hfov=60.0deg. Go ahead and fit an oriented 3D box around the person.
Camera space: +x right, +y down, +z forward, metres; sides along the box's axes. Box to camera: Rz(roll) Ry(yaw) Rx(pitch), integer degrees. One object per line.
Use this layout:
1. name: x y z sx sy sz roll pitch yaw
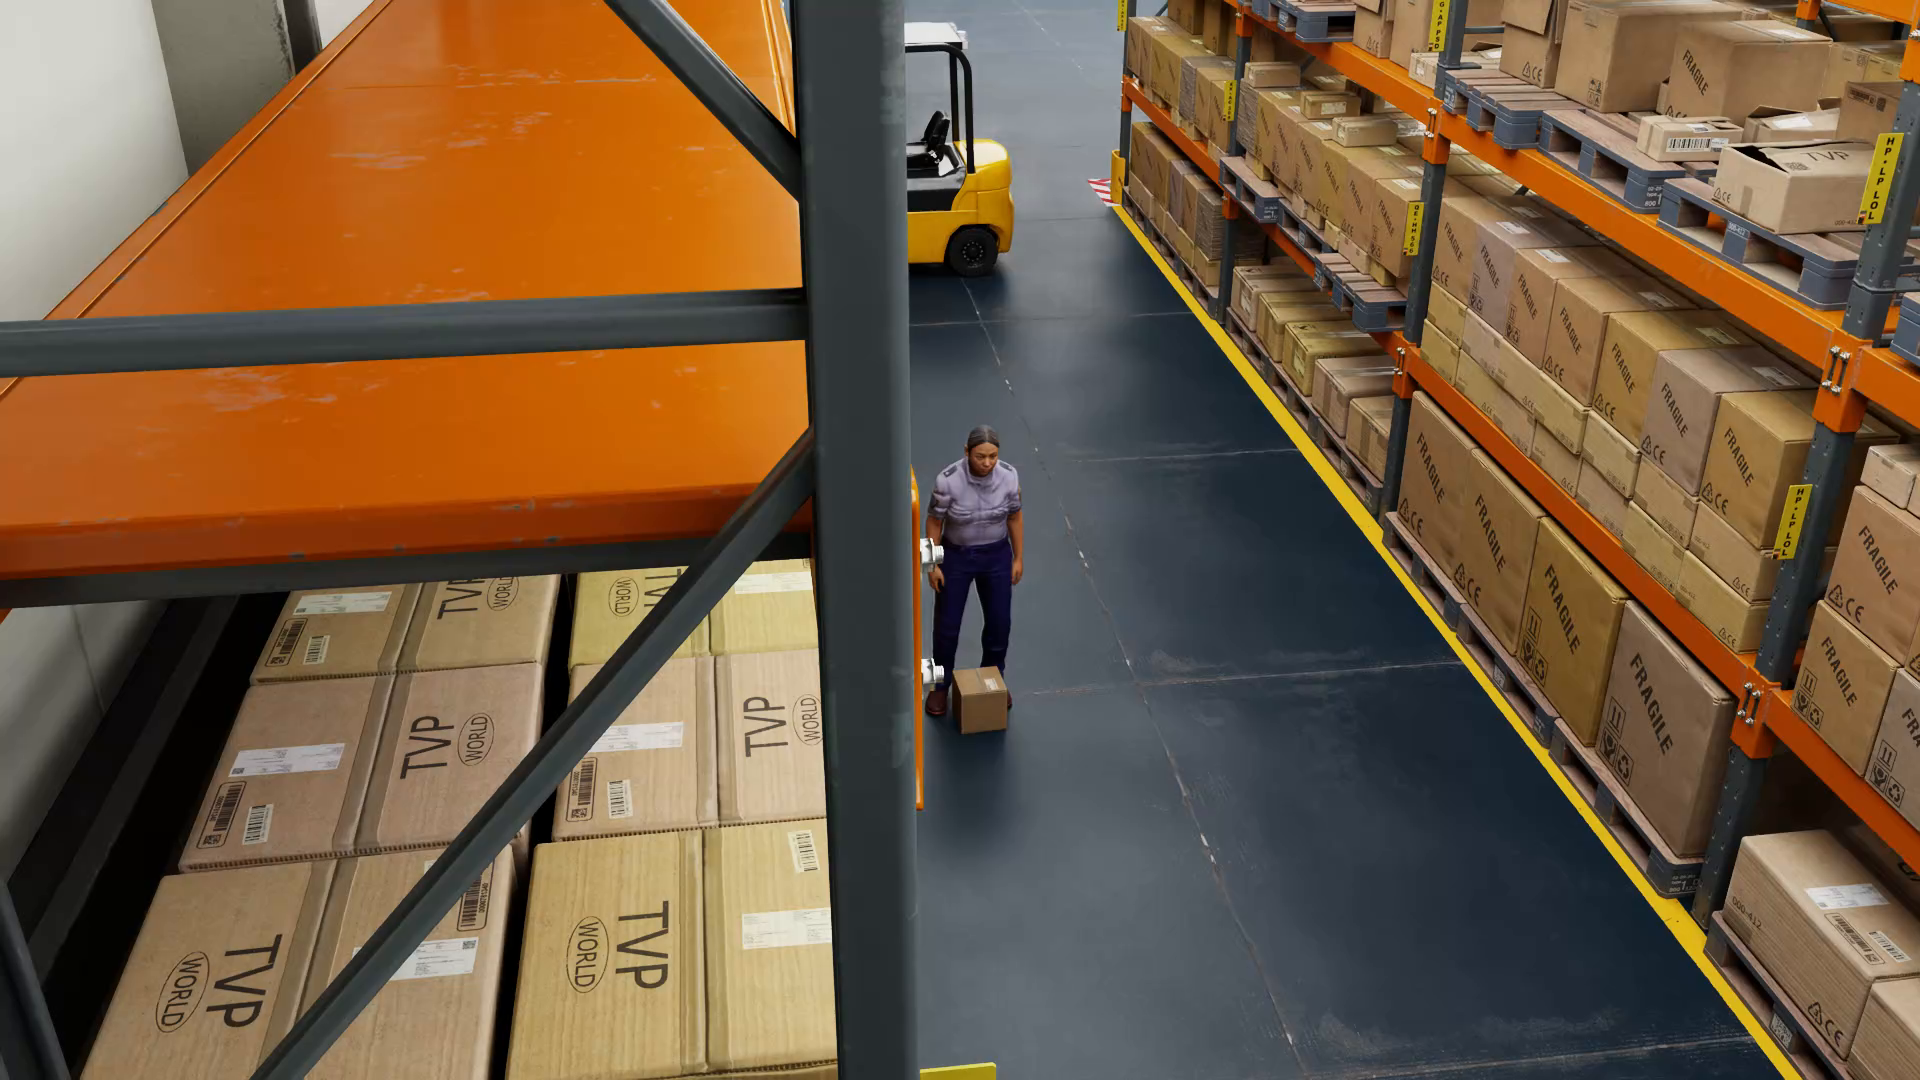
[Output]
1. person: 0.060 0.138 8.847 0.544 1.636 0.366 -5 28 -10
